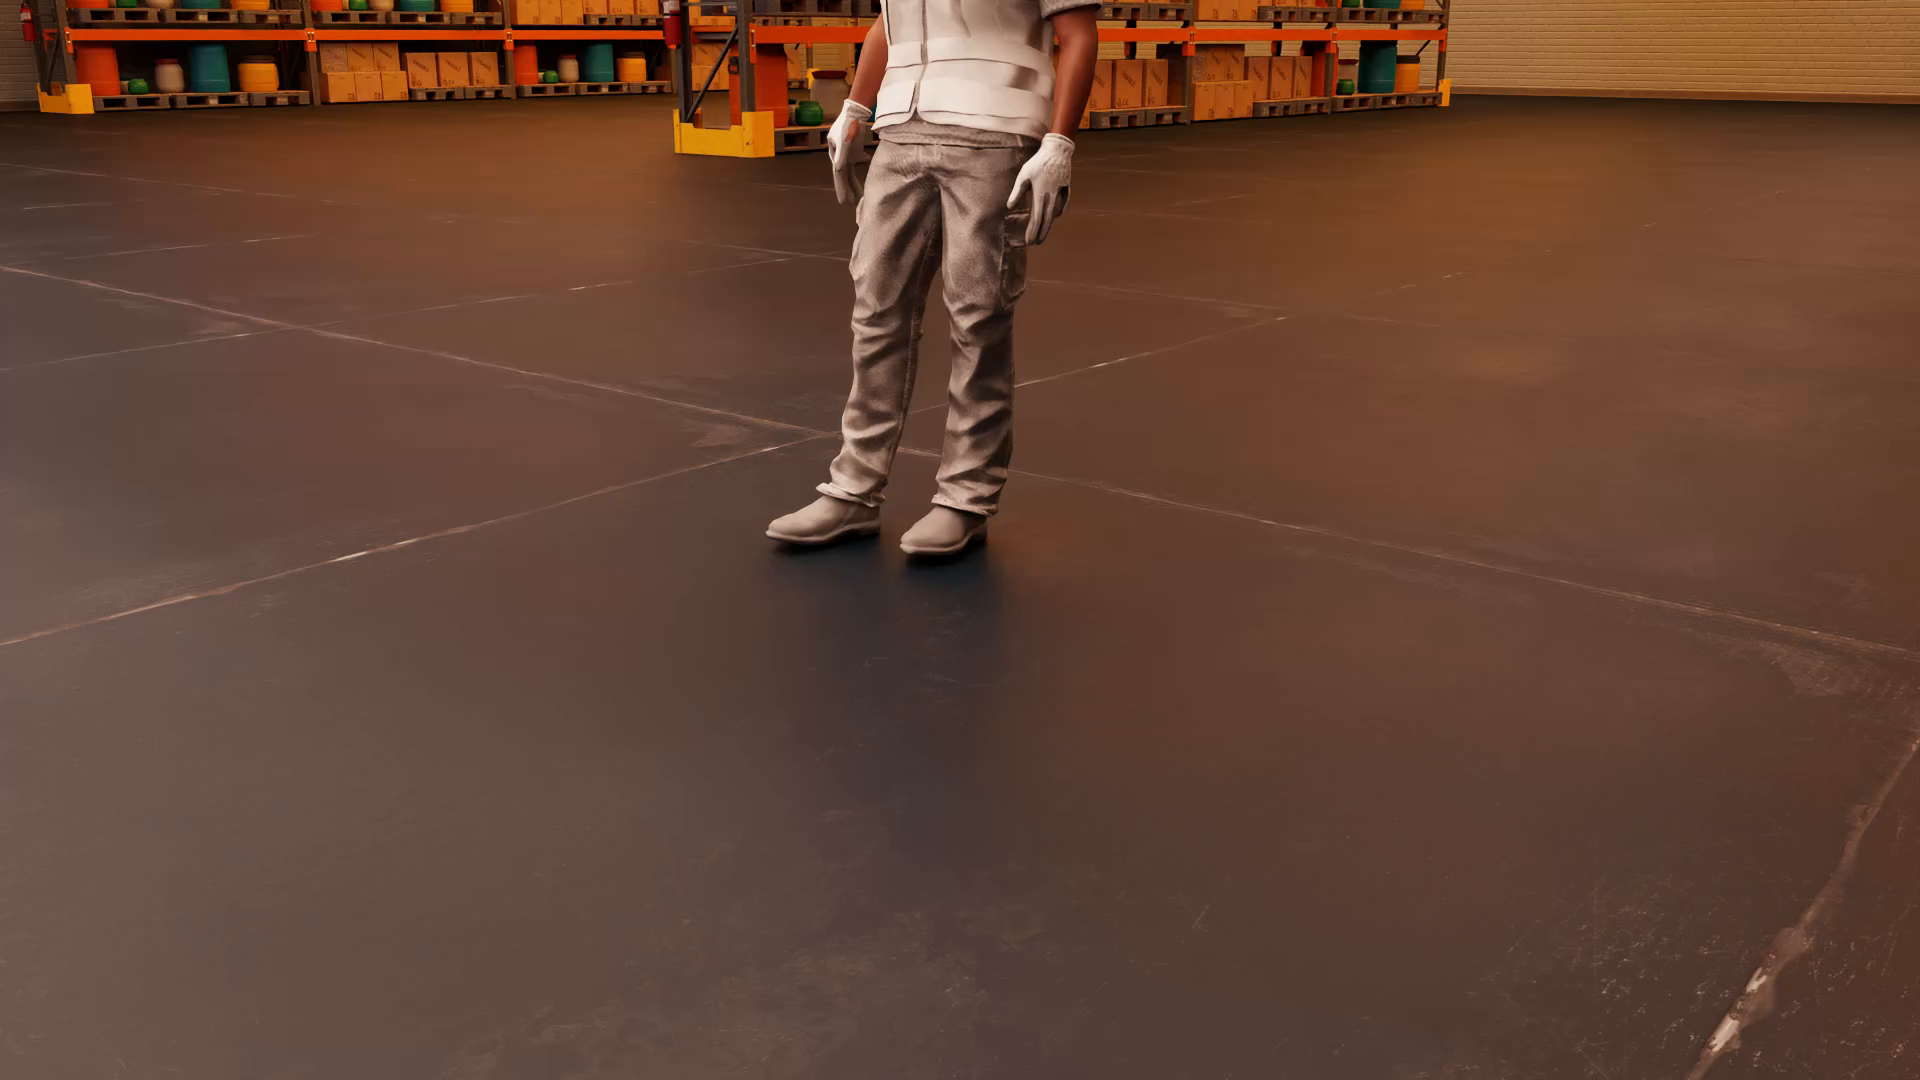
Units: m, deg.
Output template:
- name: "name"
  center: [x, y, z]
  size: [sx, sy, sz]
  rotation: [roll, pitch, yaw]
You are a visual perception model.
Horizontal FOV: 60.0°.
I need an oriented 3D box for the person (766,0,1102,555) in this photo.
- name: "person"
  center: [-0.053, -0.846, 3.634]
  size: [0.656, 1.782, 0.577]
  rotation: [13, 21, 37]
